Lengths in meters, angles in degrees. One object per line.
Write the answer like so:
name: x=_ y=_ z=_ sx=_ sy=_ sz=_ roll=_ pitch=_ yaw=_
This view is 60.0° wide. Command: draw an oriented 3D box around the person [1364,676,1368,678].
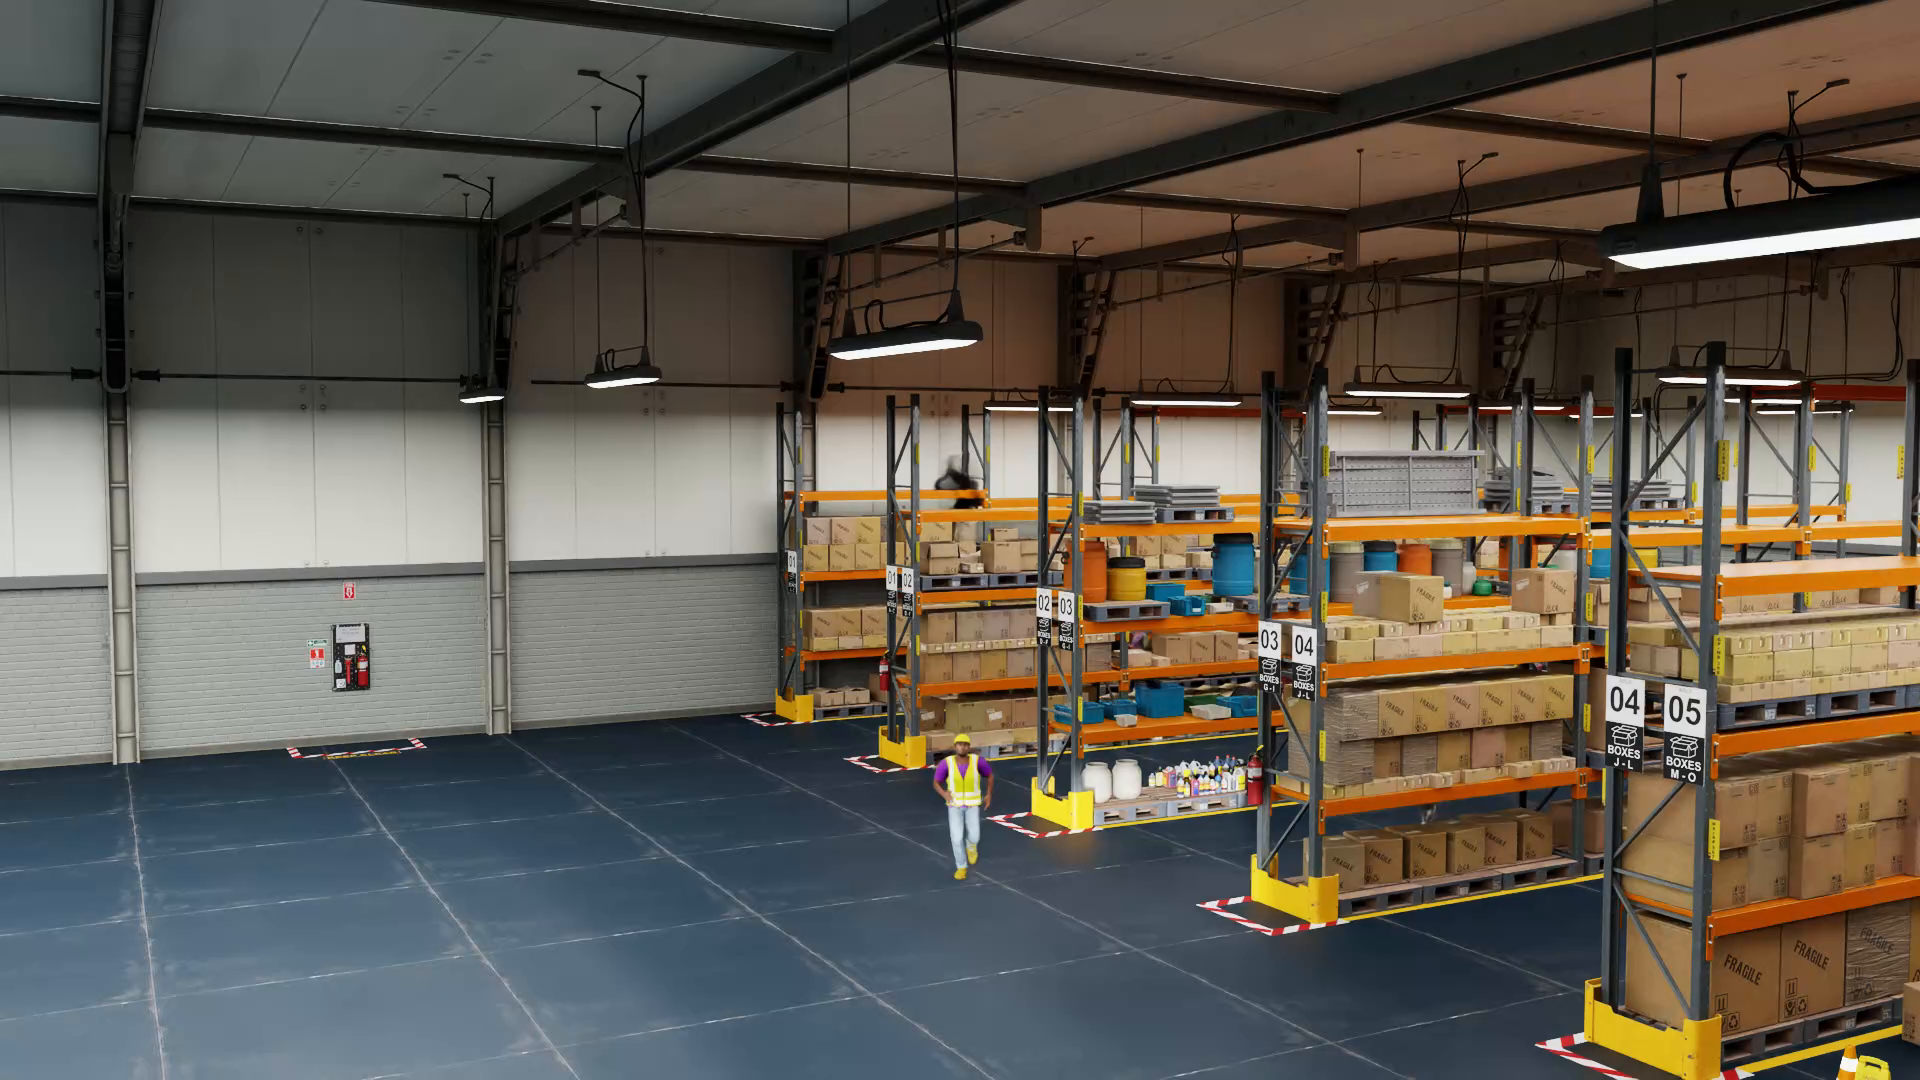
person: x=6.580 y=2.772 z=27.505 sx=0.951 sy=1.697 sz=0.576 roll=-1 pitch=4 yaw=-23

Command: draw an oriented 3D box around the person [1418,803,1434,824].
person: x=6.127 y=3.164 z=22.247 sx=0.699 sy=1.467 sz=0.559 roll=-2 pitch=4 yaw=-30

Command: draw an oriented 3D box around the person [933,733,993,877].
person: x=0.043 y=3.169 z=19.817 sx=0.736 sy=1.733 sz=0.580 roll=0 pitch=3 yaw=-2

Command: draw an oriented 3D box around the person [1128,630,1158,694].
person: x=3.364 y=2.327 z=31.432 sx=0.883 sy=1.578 sz=0.542 roll=-2 pitch=4 yaw=-29
